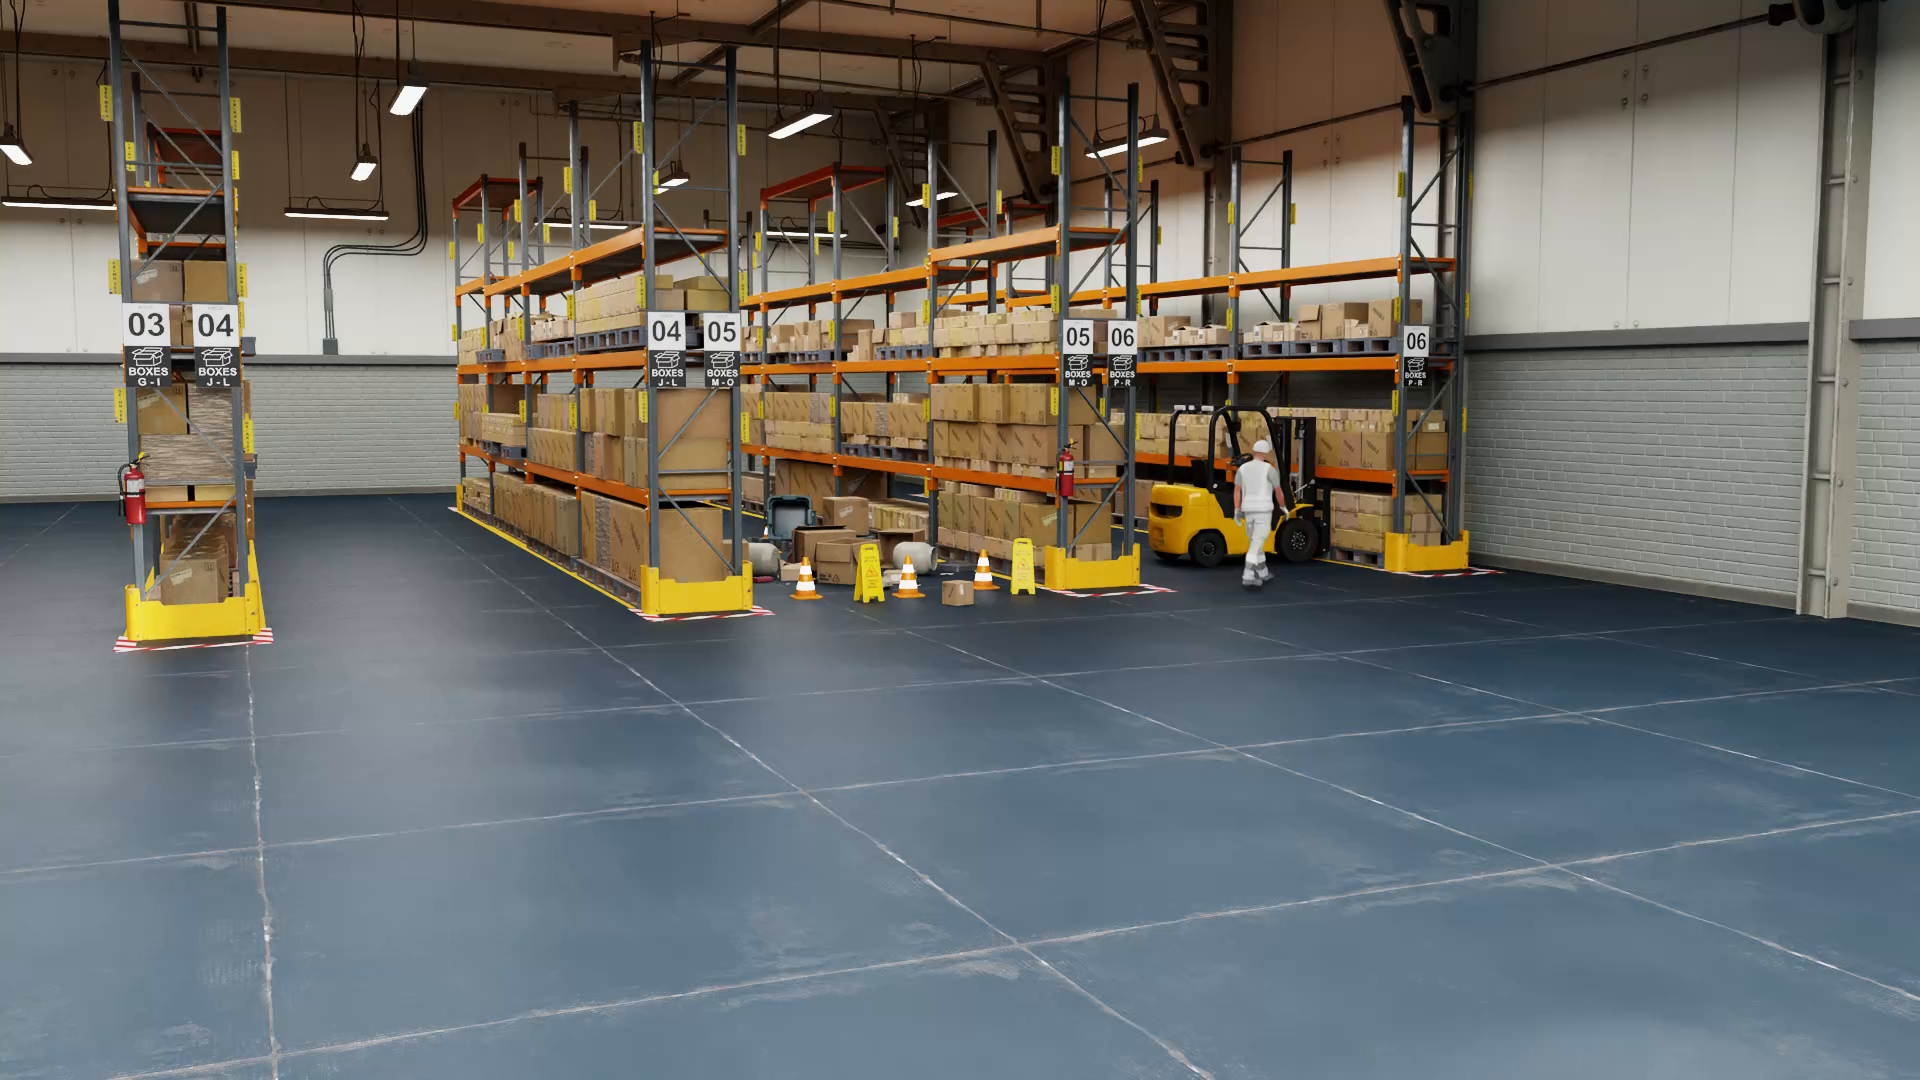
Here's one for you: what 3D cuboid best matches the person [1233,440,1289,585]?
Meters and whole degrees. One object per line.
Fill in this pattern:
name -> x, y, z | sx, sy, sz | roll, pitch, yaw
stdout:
person -> 3.648, -0.343, 20.130 | 0.561, 1.733, 0.987 | 4, 7, 39
